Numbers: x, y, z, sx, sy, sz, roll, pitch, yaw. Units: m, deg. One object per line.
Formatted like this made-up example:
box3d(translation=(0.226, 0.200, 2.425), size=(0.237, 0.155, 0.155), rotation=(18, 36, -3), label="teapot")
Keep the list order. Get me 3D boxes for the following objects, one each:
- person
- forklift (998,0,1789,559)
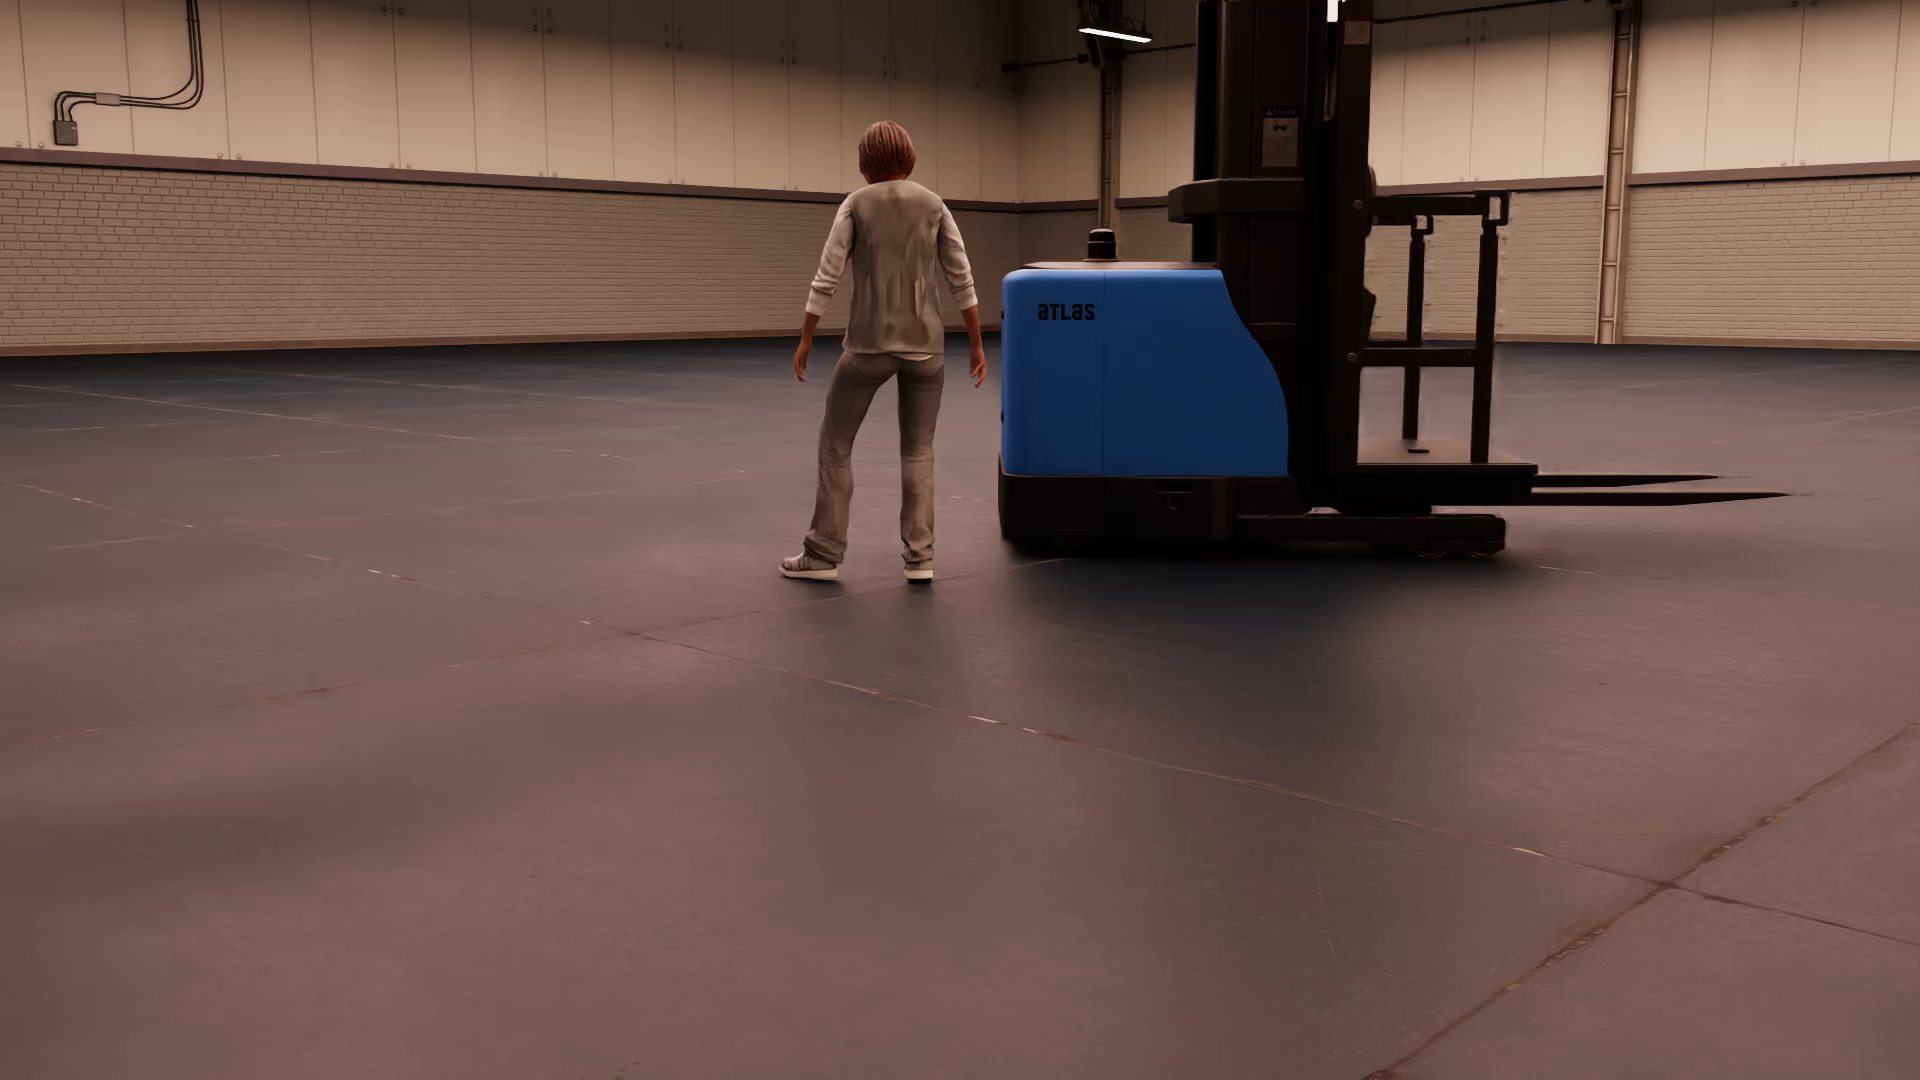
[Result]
box3d(translation=(-0.265, -0.639, 5.724), size=(0.700, 1.568, 0.353), rotation=(-2, 9, -13), label="person")
box3d(translation=(1.679, -1.456, 6.544), size=(3.031, 2.935, 1.130), rotation=(0, 9, 0), label="forklift")
